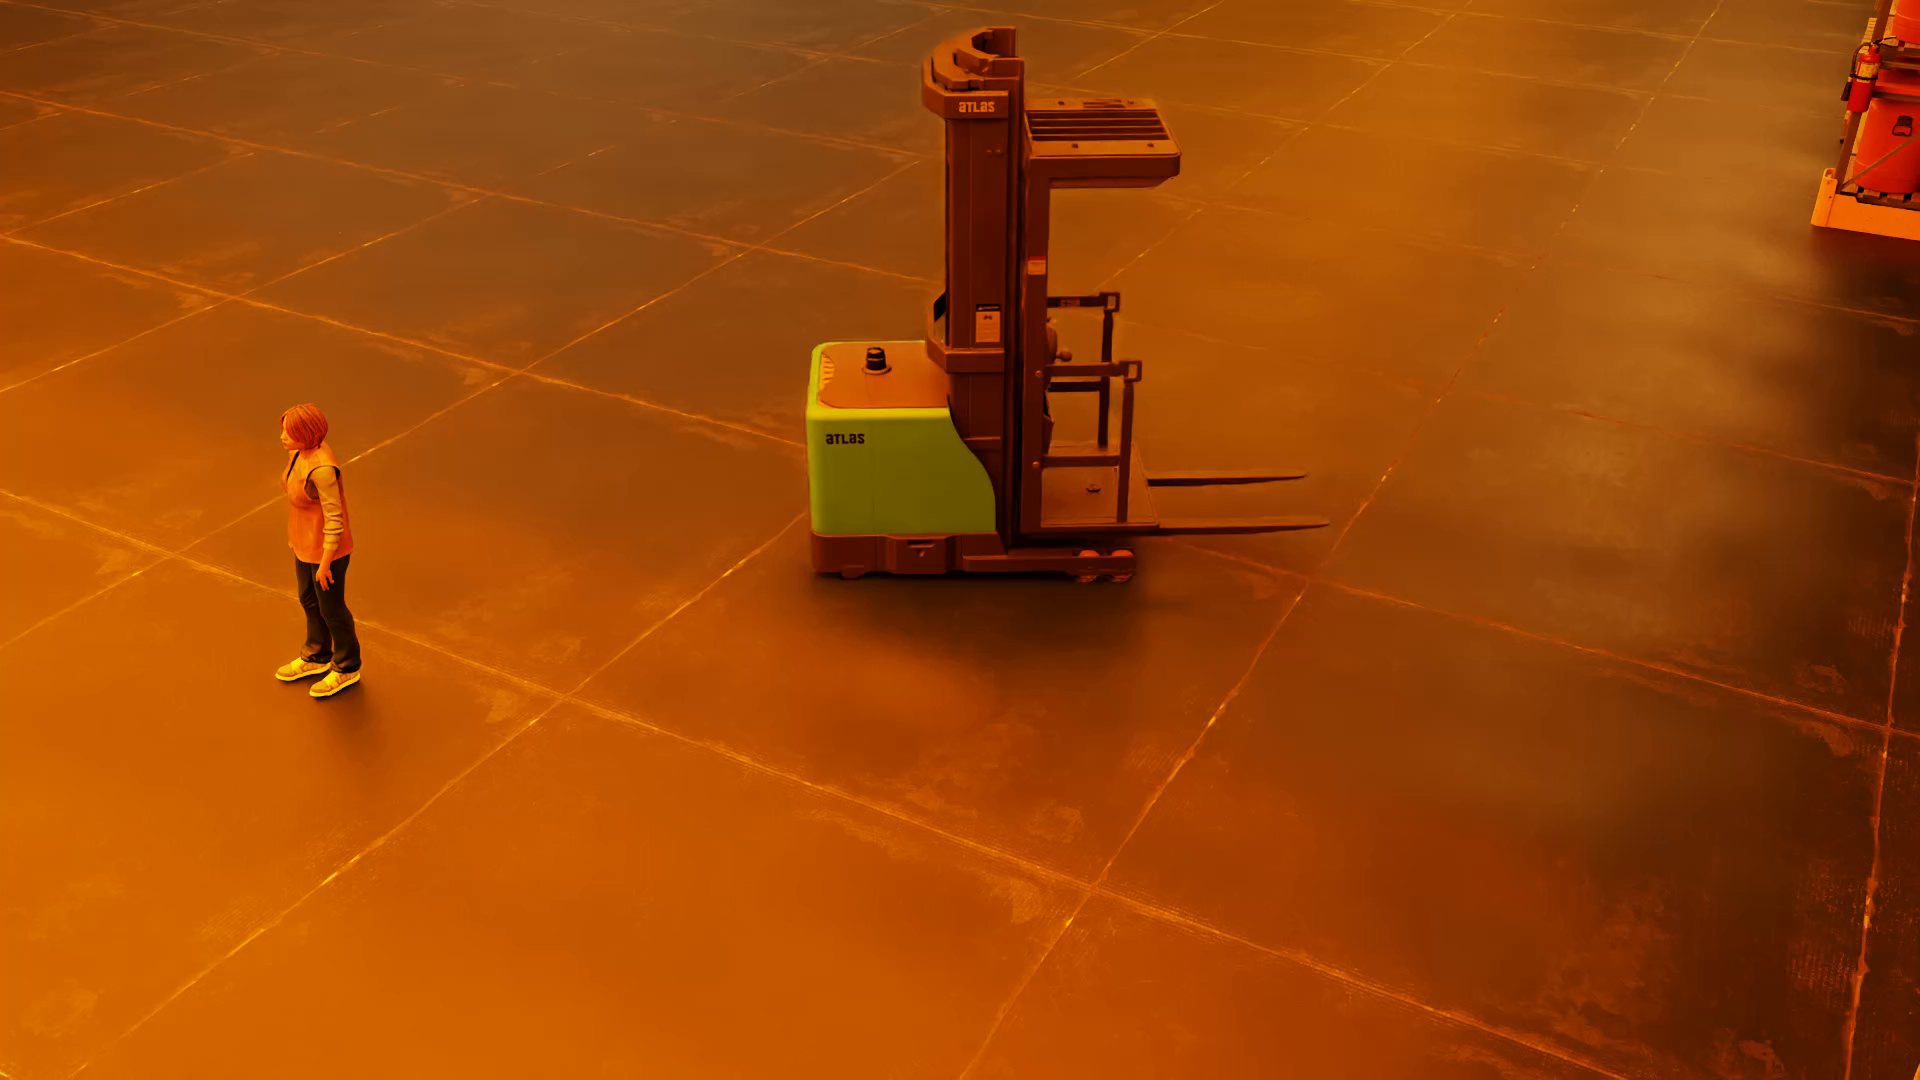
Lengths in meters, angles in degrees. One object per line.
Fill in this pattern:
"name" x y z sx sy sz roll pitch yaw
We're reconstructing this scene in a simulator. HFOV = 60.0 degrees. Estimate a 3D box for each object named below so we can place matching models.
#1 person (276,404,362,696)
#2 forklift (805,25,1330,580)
"person" -3.260 0.065 8.277 0.475 1.597 0.520 -19 35 -30
"forklift" 0.636 -1.307 9.336 3.031 2.935 1.130 -1 30 -2
